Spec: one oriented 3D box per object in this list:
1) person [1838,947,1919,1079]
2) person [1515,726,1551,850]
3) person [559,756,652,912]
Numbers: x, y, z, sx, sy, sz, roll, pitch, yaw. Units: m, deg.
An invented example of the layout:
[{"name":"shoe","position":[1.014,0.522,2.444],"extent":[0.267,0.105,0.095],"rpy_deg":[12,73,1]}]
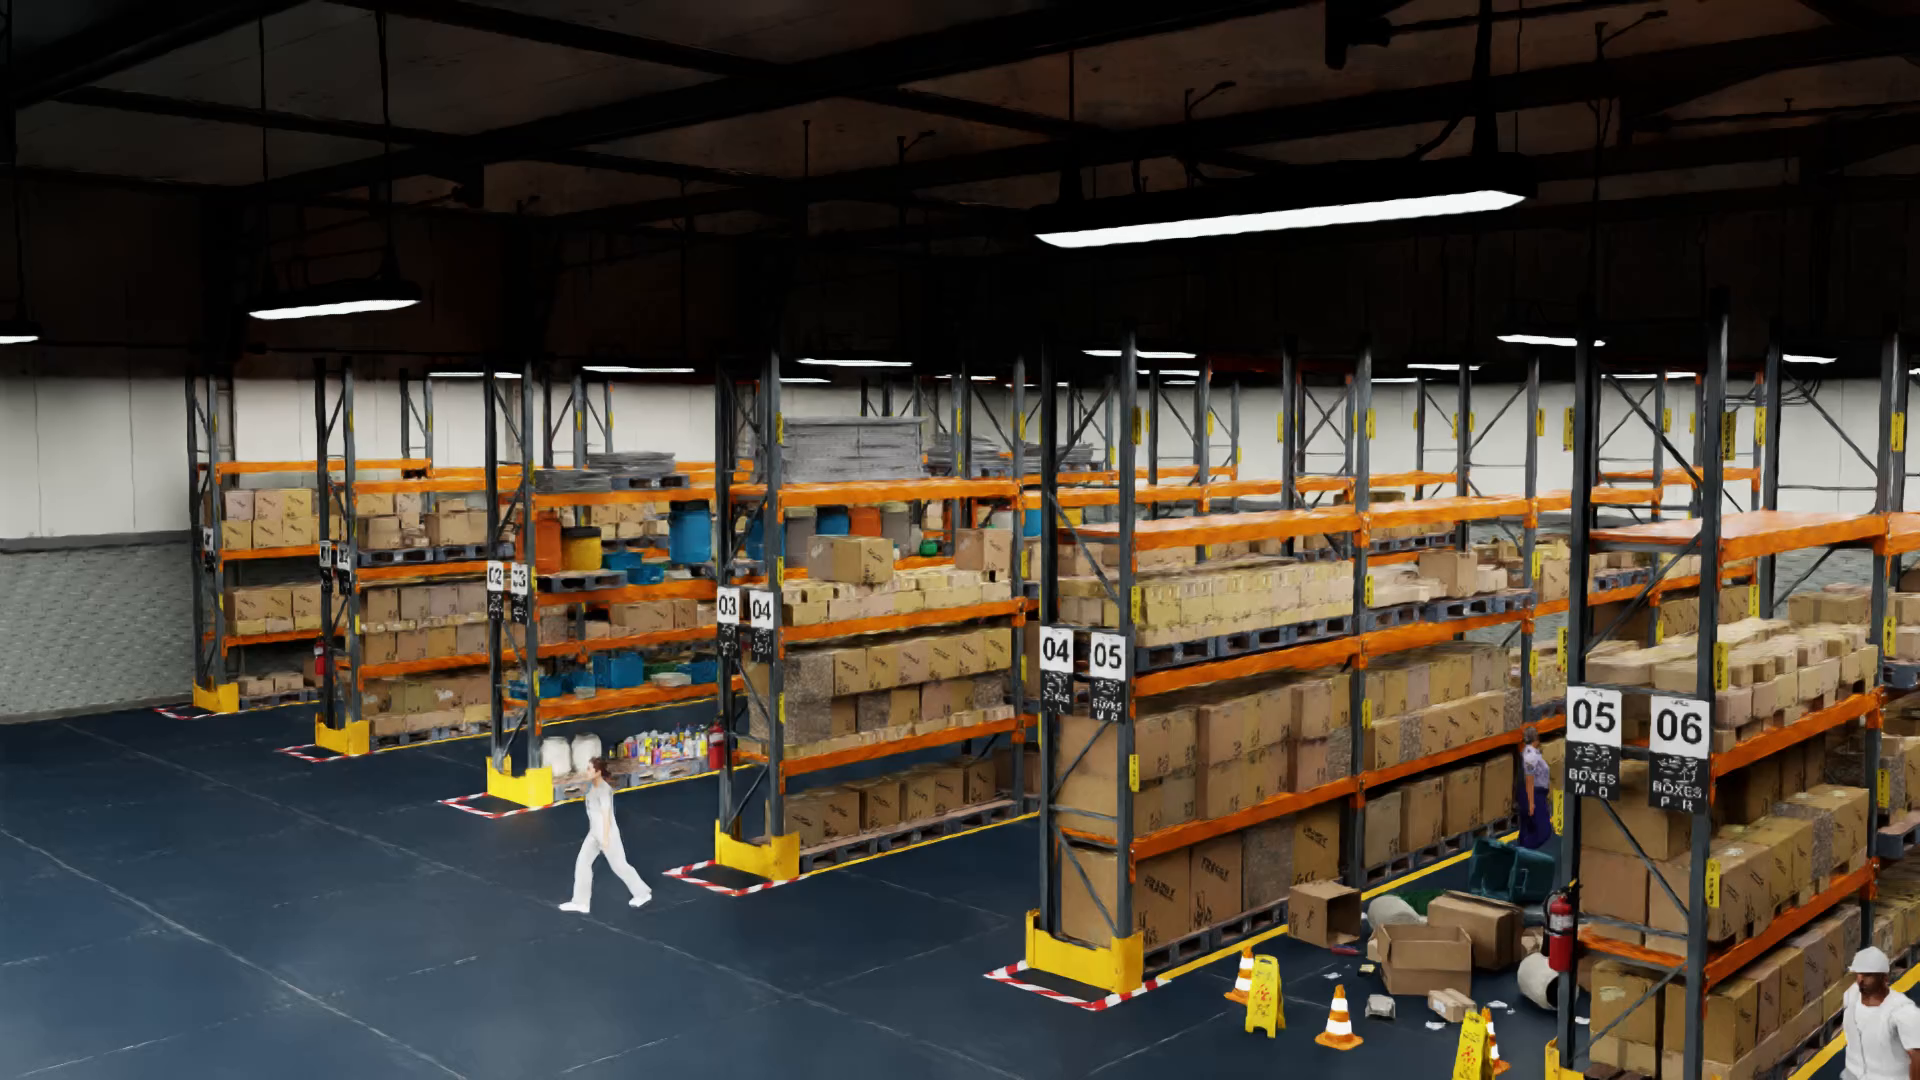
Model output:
[{"name":"person","position":[6.014,3.488,10.836],"extent":[0.970,1.712,0.616],"rpy_deg":[-2,5,-26]},{"name":"person","position":[6.386,2.917,18.644],"extent":[0.437,1.645,0.539],"rpy_deg":[1,4,13]},{"name":"person","position":[-3.650,3.035,17.175],"extent":[0.926,1.621,0.465],"rpy_deg":[-3,5,-30]}]
